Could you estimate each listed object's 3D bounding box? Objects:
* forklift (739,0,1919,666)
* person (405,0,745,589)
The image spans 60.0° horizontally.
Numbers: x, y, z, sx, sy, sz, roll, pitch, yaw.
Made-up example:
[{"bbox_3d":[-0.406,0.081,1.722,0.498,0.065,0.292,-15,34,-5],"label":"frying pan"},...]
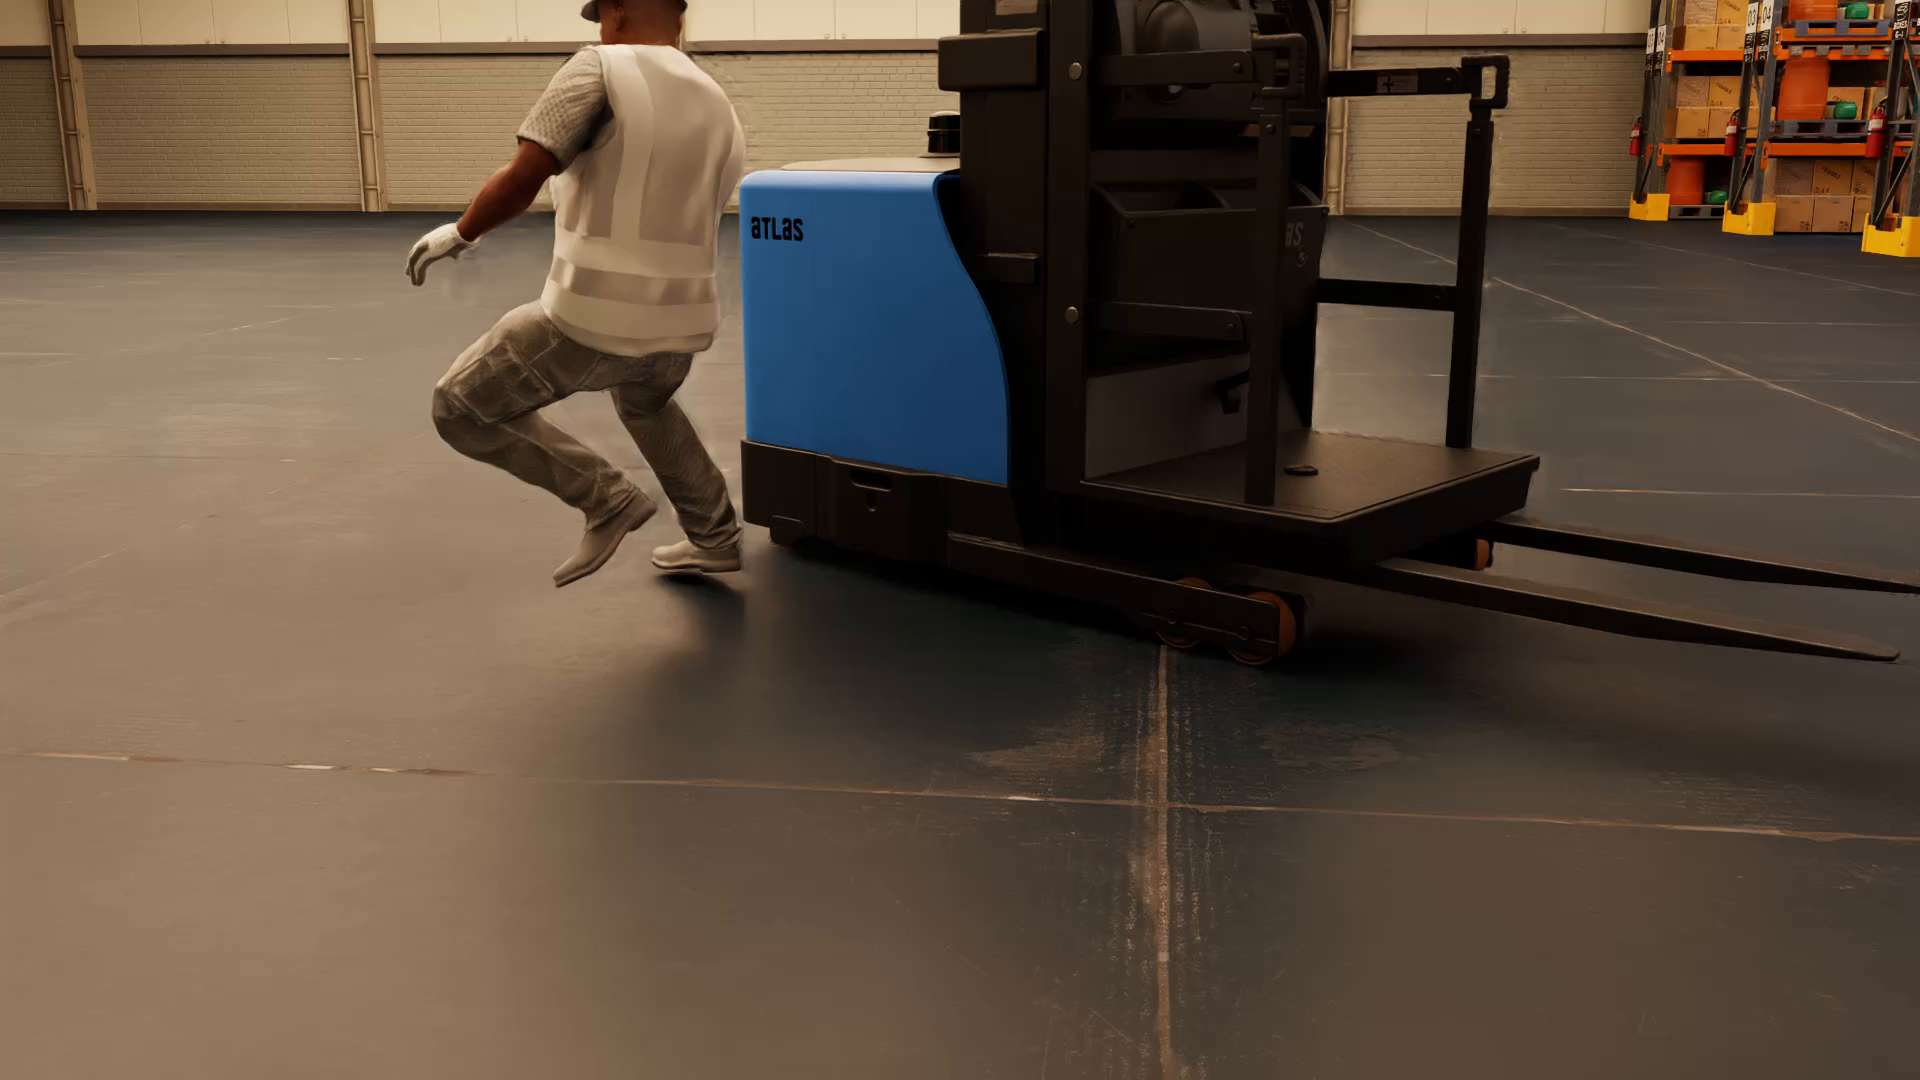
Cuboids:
[{"bbox_3d":[0.796,-1.279,3.979,3.031,2.935,1.130,11,17,40],"label":"forklift"},{"bbox_3d":[-0.893,-0.606,4.005,0.776,1.568,0.873,9,16,35],"label":"person"}]
